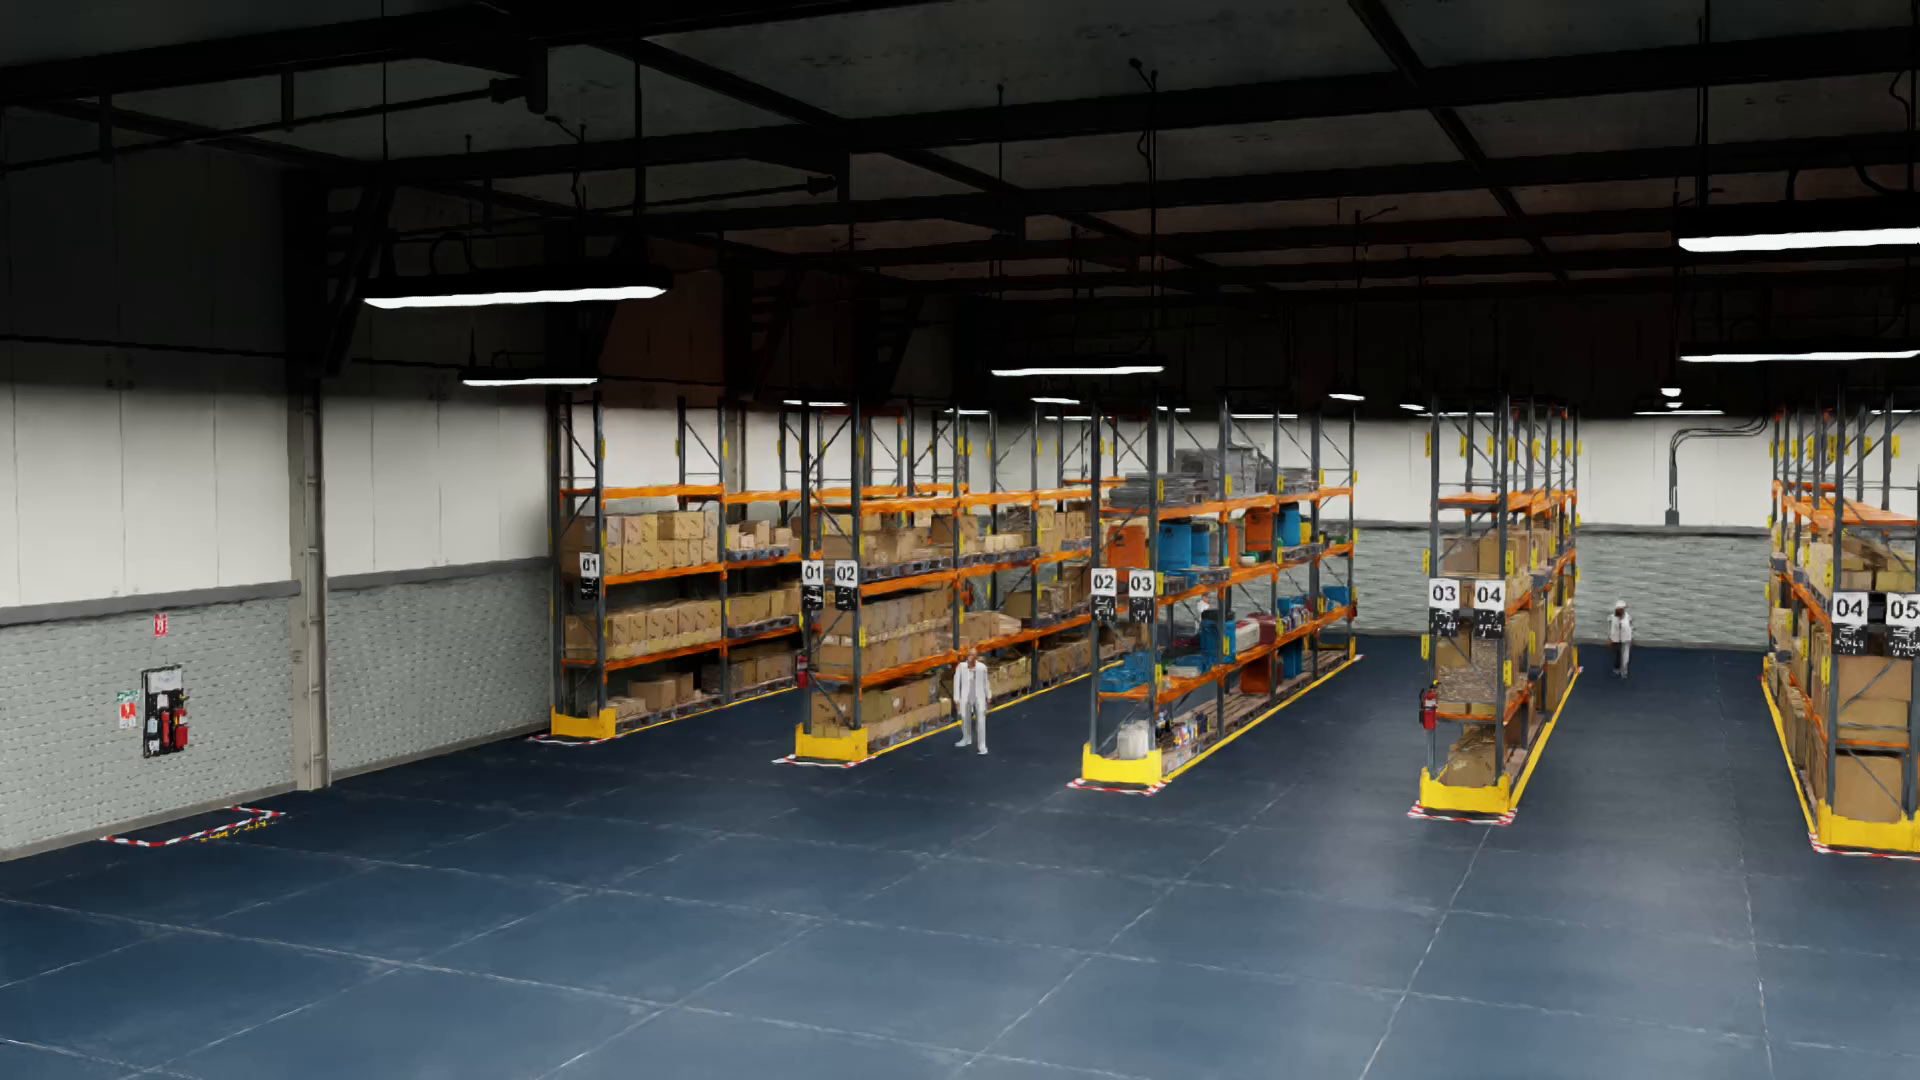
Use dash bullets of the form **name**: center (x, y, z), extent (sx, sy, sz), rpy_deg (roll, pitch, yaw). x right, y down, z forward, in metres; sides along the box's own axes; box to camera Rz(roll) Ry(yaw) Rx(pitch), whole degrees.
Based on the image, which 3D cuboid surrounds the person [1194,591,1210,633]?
- **person**: center (5.566, 2.029, 37.671), extent (0.492, 1.765, 0.625), rpy_deg (0, 3, 0)

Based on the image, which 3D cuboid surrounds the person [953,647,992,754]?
- **person**: center (0.203, 2.626, 27.387), extent (0.635, 1.735, 1.030), rpy_deg (0, 3, 1)

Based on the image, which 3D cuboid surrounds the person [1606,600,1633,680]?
- **person**: center (14.317, 2.148, 36.110), extent (0.543, 1.700, 1.115), rpy_deg (2, 3, 26)
